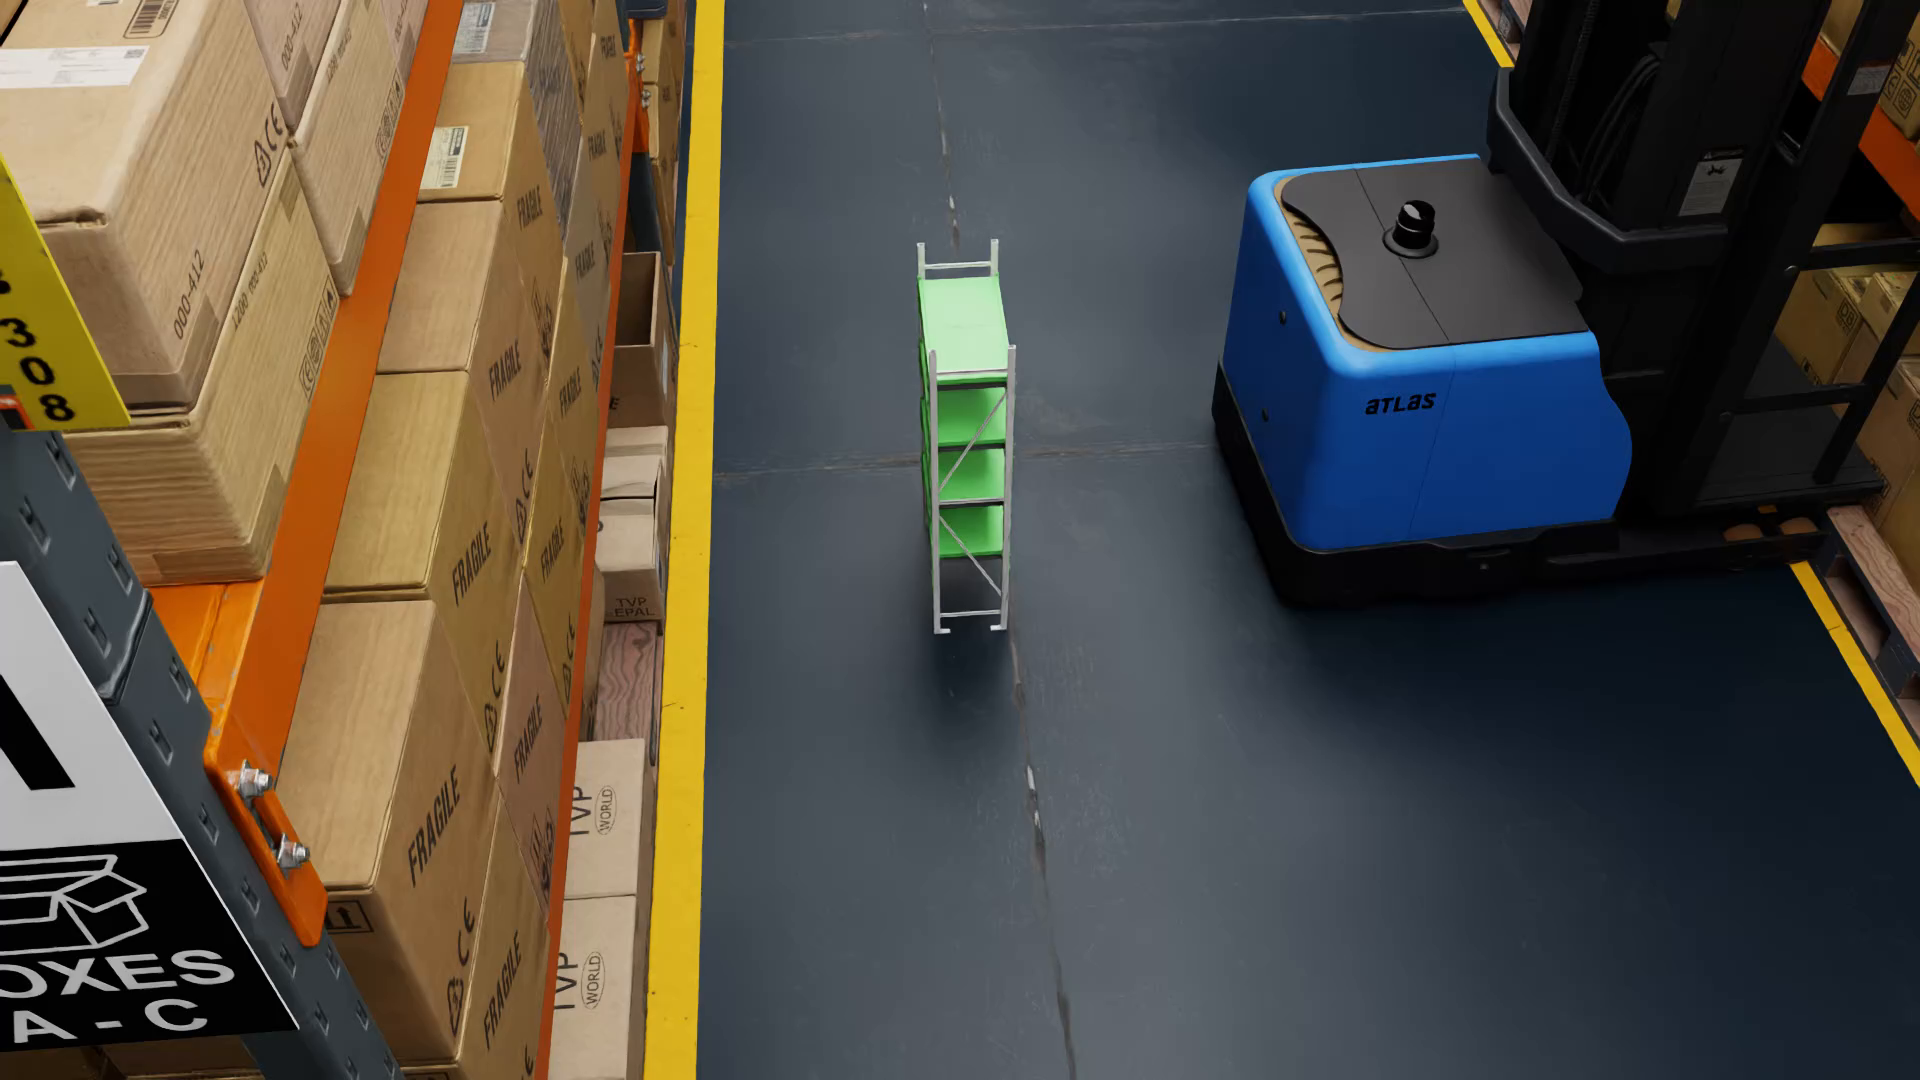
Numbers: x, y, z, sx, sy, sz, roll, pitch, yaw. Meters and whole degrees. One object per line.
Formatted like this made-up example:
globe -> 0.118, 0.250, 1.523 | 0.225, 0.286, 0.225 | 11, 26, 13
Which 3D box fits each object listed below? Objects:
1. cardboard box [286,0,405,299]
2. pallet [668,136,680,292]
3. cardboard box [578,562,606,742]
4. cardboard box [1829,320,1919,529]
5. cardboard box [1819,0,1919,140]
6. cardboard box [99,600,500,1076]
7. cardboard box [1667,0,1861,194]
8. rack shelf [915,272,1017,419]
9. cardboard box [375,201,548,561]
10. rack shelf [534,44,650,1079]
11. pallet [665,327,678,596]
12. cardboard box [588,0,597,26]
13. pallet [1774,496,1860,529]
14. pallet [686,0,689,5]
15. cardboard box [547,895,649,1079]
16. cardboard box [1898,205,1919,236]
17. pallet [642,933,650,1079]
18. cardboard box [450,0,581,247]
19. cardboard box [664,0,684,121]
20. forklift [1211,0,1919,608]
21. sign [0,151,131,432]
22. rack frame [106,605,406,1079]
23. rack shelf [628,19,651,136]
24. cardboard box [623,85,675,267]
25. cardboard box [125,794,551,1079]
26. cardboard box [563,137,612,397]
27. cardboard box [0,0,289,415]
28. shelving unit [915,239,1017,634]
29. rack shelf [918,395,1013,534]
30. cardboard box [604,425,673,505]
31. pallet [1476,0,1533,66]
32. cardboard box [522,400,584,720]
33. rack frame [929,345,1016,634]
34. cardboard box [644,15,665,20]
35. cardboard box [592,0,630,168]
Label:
cardboard box -> -1.070, -0.566, 2.258 | 0.500, 0.250, 0.500 | -3, 47, -3
pallet -> -1.692, -1.358, 6.891 | 1.003, 0.211, 1.213 | -3, 47, -3
cardboard box -> -1.424, 0.335, 4.783 | 0.797, 0.503, 0.637 | -3, 47, -3
cardboard box -> 3.349, -0.408, 5.503 | 0.700, 0.500, 0.500 | -4, 47, -4
cardboard box -> 3.378, -1.744, 5.129 | 0.980, 0.700, 0.700 | -3, 47, -3
cardboard box -> -1.026, 0.448, 2.502 | 0.500, 0.500, 0.500 | -2, 47, -2
cardboard box -> 3.165, -1.902, 6.677 | 0.750, 0.750, 0.750 | -3, 47, -3
rack shelf -> 0.014, -0.579, 4.899 | 0.258, 0.148, 0.480 | -3, 47, -3
cardboard box -> -1.114, -0.292, 3.203 | 0.500, 0.500, 0.500 | -3, 47, -3
rack shelf -> -1.419, -0.036, 4.214 | 1.077, 0.370, 4.000 | -3, 47, -3
pallet -> -1.530, -0.275, 5.865 | 1.003, 0.211, 1.213 | -3, 47, -3
cardboard box -> -1.286, -1.759, 4.592 | 0.500, 0.500, 0.500 | -3, 47, -3
pallet -> 3.335, -0.521, 6.098 | 1.003, 0.211, 1.213 | -3, 47, -3
pallet -> -1.897, -3.123, 8.563 | 1.003, 0.211, 1.213 | -3, 47, -3
cardboard box -> -1.057, 1.185, 4.152 | 0.500, 0.250, 0.500 | -3, 47, -3
cardboard box -> 3.496, -1.112, 5.723 | 0.380, 0.149, 0.250 | -4, 47, -4
pallet -> -1.326, 1.491, 4.193 | 1.003, 0.211, 1.213 | -3, 47, -3
cardboard box -> -1.199, -1.024, 3.896 | 0.500, 0.500, 0.500 | -3, 47, -3
cardboard box -> -1.474, -2.134, 7.124 | 0.500, 0.500, 0.500 | -3, 47, -3
forklift -> 2.483, -1.280, 4.944 | 3.031, 2.935, 1.130 | -6, 47, -6
sign -> -0.711, -0.202, 1.207 | 0.100, 0.325, 0.005 | -3, 47, -3
rack frame -> -1.252, 1.163, 2.582 | 1.000, 3.000, 0.127 | -3, 47, -3
rack shelf -> -1.754, -2.930, 6.955 | 1.077, 0.370, 4.000 | -3, 47, -3
cardboard box -> -1.384, -1.387, 6.416 | 0.500, 0.500, 0.500 | -5, 47, -5
cardboard box -> -1.026, 0.792, 2.865 | 0.500, 0.500, 0.500 | -3, 47, -2
cardboard box -> -1.199, -0.675, 4.254 | 0.500, 0.500, 0.500 | -3, 47, -2
cardboard box -> -1.035, -0.376, 1.733 | 0.500, 0.250, 0.500 | -3, 47, -3
shelving unit -> 0.014, -0.293, 5.201 | 0.258, 1.200, 0.503 | -3, 47, -3
rack shelf -> 0.014, -0.249, 5.247 | 0.258, 0.148, 0.480 | -3, 47, -3
cardboard box -> -1.165, -0.239, 5.571 | 0.380, 0.149, 0.250 | -3, 47, -3
pallet -> 3.104, -2.514, 7.986 | 1.003, 0.211, 1.213 | -3, 47, -3
cardboard box -> -1.114, 0.056, 3.562 | 0.500, 0.500, 0.500 | -4, 47, -3
rack frame -> 0.034, -0.116, 5.034 | 0.240, 1.200, 0.015 | -3, 47, -3
cardboard box -> -1.468, -2.369, 6.829 | 0.500, 0.250, 0.500 | -3, 47, -3
cardboard box -> -1.289, -1.419, 4.959 | 0.500, 0.500, 0.500 | -3, 47, -3
